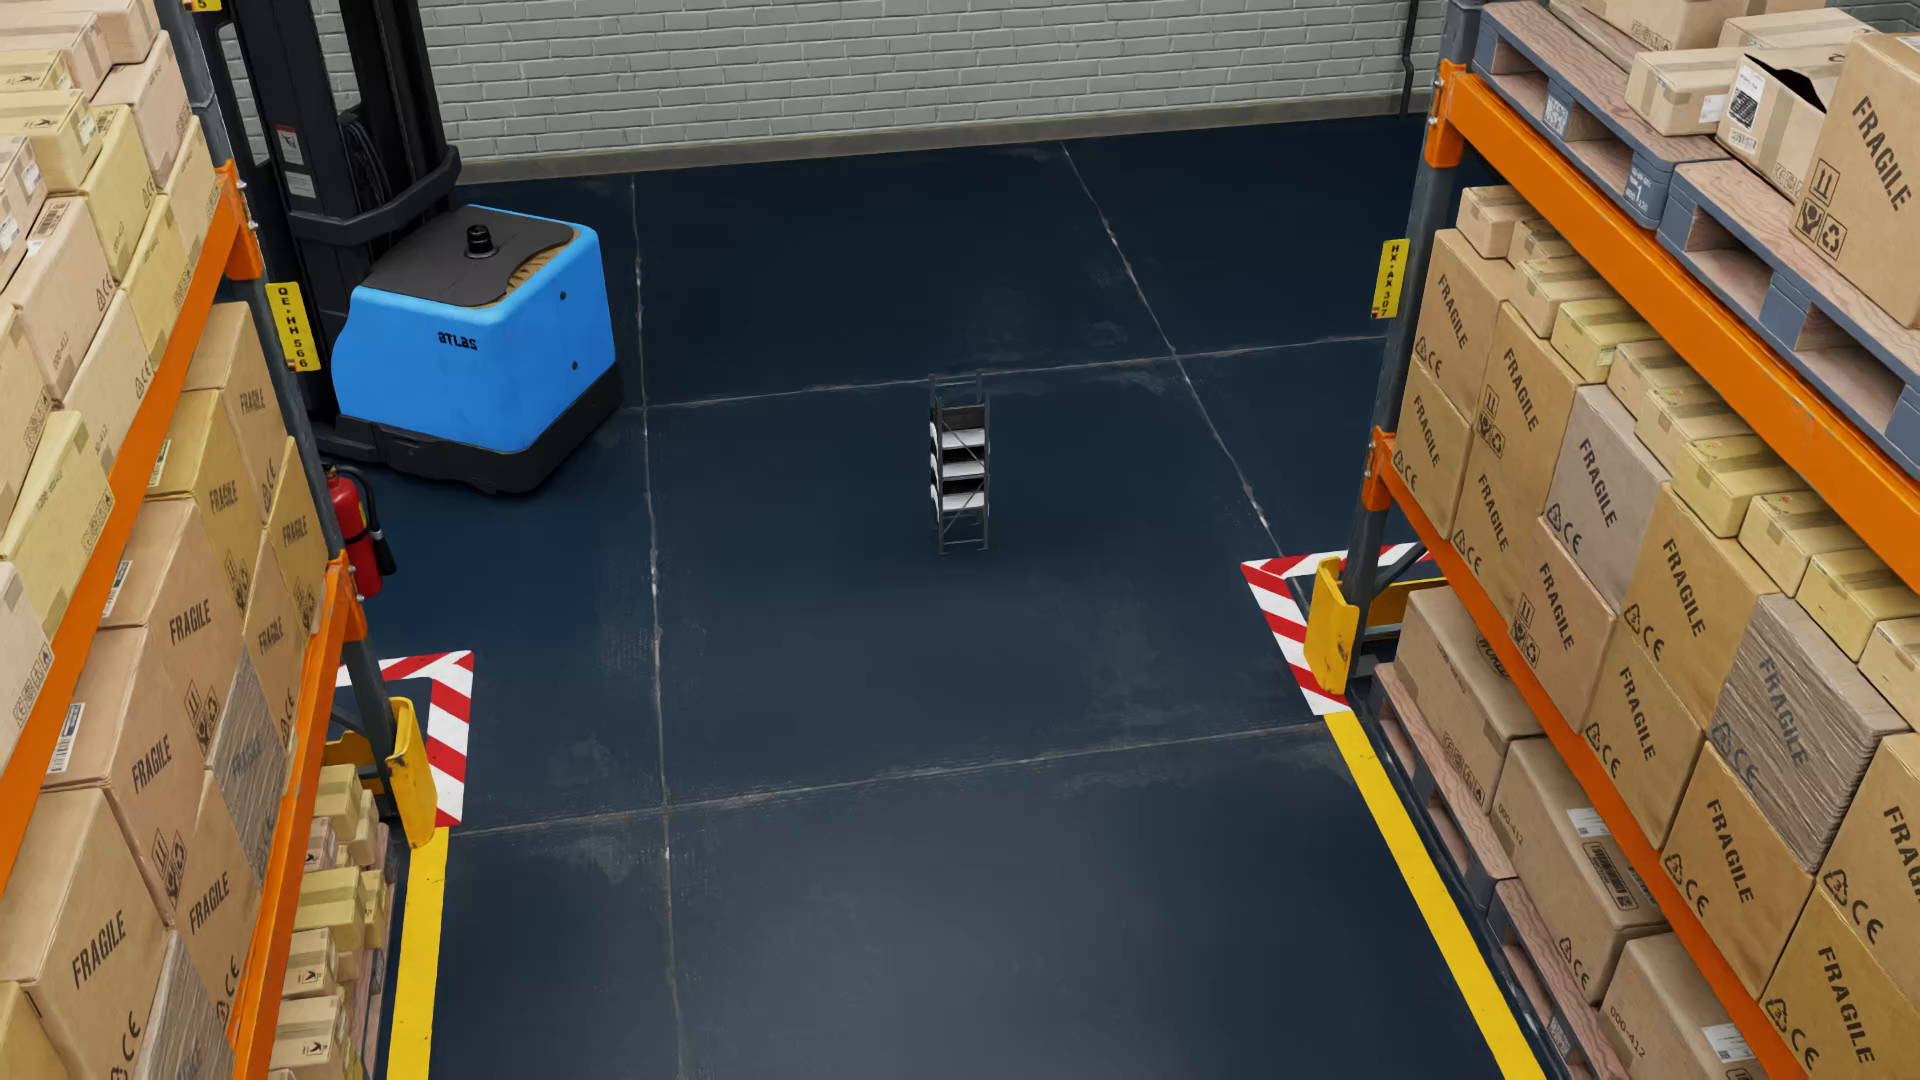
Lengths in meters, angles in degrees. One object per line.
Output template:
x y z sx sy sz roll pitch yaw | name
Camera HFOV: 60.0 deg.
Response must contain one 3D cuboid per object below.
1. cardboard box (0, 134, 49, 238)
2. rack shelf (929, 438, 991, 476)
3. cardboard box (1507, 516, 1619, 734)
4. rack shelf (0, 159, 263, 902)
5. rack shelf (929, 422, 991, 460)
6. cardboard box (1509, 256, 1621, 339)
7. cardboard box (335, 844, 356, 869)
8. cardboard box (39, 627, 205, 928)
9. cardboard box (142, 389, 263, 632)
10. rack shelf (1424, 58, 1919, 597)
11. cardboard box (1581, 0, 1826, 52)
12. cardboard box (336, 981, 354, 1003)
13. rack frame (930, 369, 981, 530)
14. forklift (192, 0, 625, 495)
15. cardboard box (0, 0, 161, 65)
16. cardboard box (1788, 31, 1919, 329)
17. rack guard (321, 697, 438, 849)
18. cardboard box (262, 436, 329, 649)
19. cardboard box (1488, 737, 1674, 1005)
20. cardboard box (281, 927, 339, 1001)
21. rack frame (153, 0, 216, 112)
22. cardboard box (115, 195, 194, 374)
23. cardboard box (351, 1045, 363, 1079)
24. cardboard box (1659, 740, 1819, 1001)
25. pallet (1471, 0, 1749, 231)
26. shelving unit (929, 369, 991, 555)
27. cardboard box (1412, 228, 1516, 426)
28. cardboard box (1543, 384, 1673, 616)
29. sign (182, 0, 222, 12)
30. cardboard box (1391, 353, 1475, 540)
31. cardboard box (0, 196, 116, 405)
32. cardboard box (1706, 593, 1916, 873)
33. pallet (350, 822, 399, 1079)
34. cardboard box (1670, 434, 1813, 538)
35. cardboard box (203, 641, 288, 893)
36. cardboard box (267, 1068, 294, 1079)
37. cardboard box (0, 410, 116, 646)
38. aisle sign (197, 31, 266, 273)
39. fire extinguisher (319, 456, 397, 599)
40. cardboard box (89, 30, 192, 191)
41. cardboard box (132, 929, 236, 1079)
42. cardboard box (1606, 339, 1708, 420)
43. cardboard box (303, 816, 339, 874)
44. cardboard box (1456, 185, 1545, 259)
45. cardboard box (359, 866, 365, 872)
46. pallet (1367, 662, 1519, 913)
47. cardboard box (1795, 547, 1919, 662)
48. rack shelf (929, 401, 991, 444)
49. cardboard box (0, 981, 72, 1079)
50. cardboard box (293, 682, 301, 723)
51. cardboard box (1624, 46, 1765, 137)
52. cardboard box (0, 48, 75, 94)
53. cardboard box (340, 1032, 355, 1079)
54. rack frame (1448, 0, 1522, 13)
-2.231 -0.747 3.612 0.380 0.149 0.250 -7 38 -9 | cardboard box
-0.001 -0.405 7.845 0.258 0.077 0.200 -6 38 -8 | rack shelf
2.135 0.241 5.313 0.500 0.500 0.500 -6 38 -8 | cardboard box
-2.359 0.249 3.525 1.077 0.370 4.000 -6 38 -8 | rack shelf
-0.001 -0.476 7.790 0.258 0.077 0.200 -6 38 -8 | rack shelf
1.985 -0.778 5.281 0.380 0.149 0.250 -5 38 -7 | cardboard box
-2.343 1.236 5.853 0.380 0.149 0.250 -7 38 -9 | cardboard box
-2.100 0.578 3.822 0.500 0.500 0.500 -7 38 -10 | cardboard box
-2.295 -0.054 4.636 0.500 0.500 0.500 -7 38 -9 | cardboard box
2.497 -0.344 4.289 1.077 0.370 4.000 -6 38 -8 | rack shelf
2.314 -1.720 5.173 0.500 0.250 0.500 -10 39 -12 | cardboard box
-2.306 1.511 5.742 0.380 0.149 0.250 -6 38 -8 | cardboard box
-0.019 -0.422 7.959 0.240 0.900 0.006 -6 38 -8 | rack frame
-3.395 -1.946 8.266 3.031 2.935 1.130 13 40 16 | forklift
-2.362 -1.369 4.412 0.380 0.149 0.250 -7 38 -8 | cardboard box
2.352 -0.847 3.845 0.500 0.500 0.500 -6 38 -7 | cardboard box
-2.696 0.975 6.488 1.175 0.500 0.348 -6 38 -8 | rack guard
-2.377 0.029 5.344 0.500 0.500 0.500 -5 38 -7 | cardboard box
2.529 1.134 5.991 0.875 0.438 0.875 -5 38 -7 | cardboard box
-2.226 1.423 5.369 0.380 0.149 0.250 -8 39 -10 | cardboard box
-2.709 -2.427 3.939 1.000 3.000 0.127 -6 38 -8 | rack frame
-2.273 -0.630 4.193 0.500 0.250 0.500 -6 38 -8 | cardboard box
-2.143 1.806 5.362 0.380 0.149 0.250 -8 39 -10 | cardboard box
2.316 0.860 4.516 0.500 0.500 0.500 -7 38 -9 | cardboard box
2.287 -1.354 5.075 1.003 0.211 1.213 -6 38 -8 | pallet
-0.001 -0.360 7.880 0.258 0.900 0.210 -6 38 -8 | shelving unit
1.950 -0.765 5.794 0.500 0.500 0.500 -7 38 -9 | cardboard box
2.145 -0.144 4.994 0.500 0.500 0.500 -7 38 -8 | cardboard box
-2.160 -1.640 4.649 0.100 0.325 0.005 -6 38 -8 | sign
1.948 -0.370 6.100 0.500 0.500 0.500 -7 38 -8 | cardboard box
-2.200 -0.512 3.633 0.500 0.250 0.500 -6 38 -7 | cardboard box
2.313 0.461 4.215 0.500 0.500 0.500 -6 38 -7 | cardboard box
-2.589 1.583 5.940 1.003 0.211 1.213 -6 38 -8 | pallet
2.166 -0.157 4.481 0.380 0.149 0.250 -7 38 -9 | cardboard box
-2.194 0.645 4.550 0.500 0.500 0.500 -6 38 -8 | cardboard box
-2.187 1.751 4.948 0.380 0.149 0.250 -7 38 -9 | cardboard box
-2.086 -0.010 3.395 0.500 0.250 0.500 -5 38 -6 | cardboard box
-2.427 -1.161 5.081 0.394 0.787 0.004 -6 38 -8 | aisle sign
-2.299 -0.082 6.178 0.296 0.674 0.183 -6 38 -8 | fire extinguisher
-2.378 -1.130 4.429 0.500 0.250 0.500 -7 38 -9 | cardboard box
-1.994 1.268 3.748 0.500 0.500 0.500 -7 38 -9 | cardboard box
2.147 -0.468 4.882 0.380 0.149 0.250 -6 38 -8 | cardboard box
-2.380 1.117 5.763 0.380 0.149 0.250 -6 38 -7 | cardboard box
1.936 -1.098 5.693 0.380 0.149 0.250 -5 38 -7 | cardboard box
-2.412 1.197 6.145 0.380 0.149 0.250 -6 38 -7 | cardboard box
2.363 0.924 6.788 1.003 0.211 1.213 -6 38 -8 | pallet
2.318 0.143 4.095 0.380 0.149 0.250 -7 38 -9 | cardboard box
-0.001 -0.547 7.735 0.258 0.077 0.200 -6 38 -8 | rack shelf
-1.953 1.196 3.027 0.500 0.500 0.500 -7 38 -9 | cardboard box
-2.309 0.512 5.251 0.380 0.149 0.250 -7 38 -8 | cardboard box
2.111 -1.260 4.663 0.380 0.149 0.250 -5 38 -6 | cardboard box
-2.369 -1.055 4.007 0.380 0.149 0.250 -7 38 -9 | cardboard box
-2.140 1.698 5.259 0.380 0.149 0.250 -6 38 -7 | cardboard box
2.146 -3.021 4.703 1.000 3.000 0.127 -6 38 -8 | rack frame
